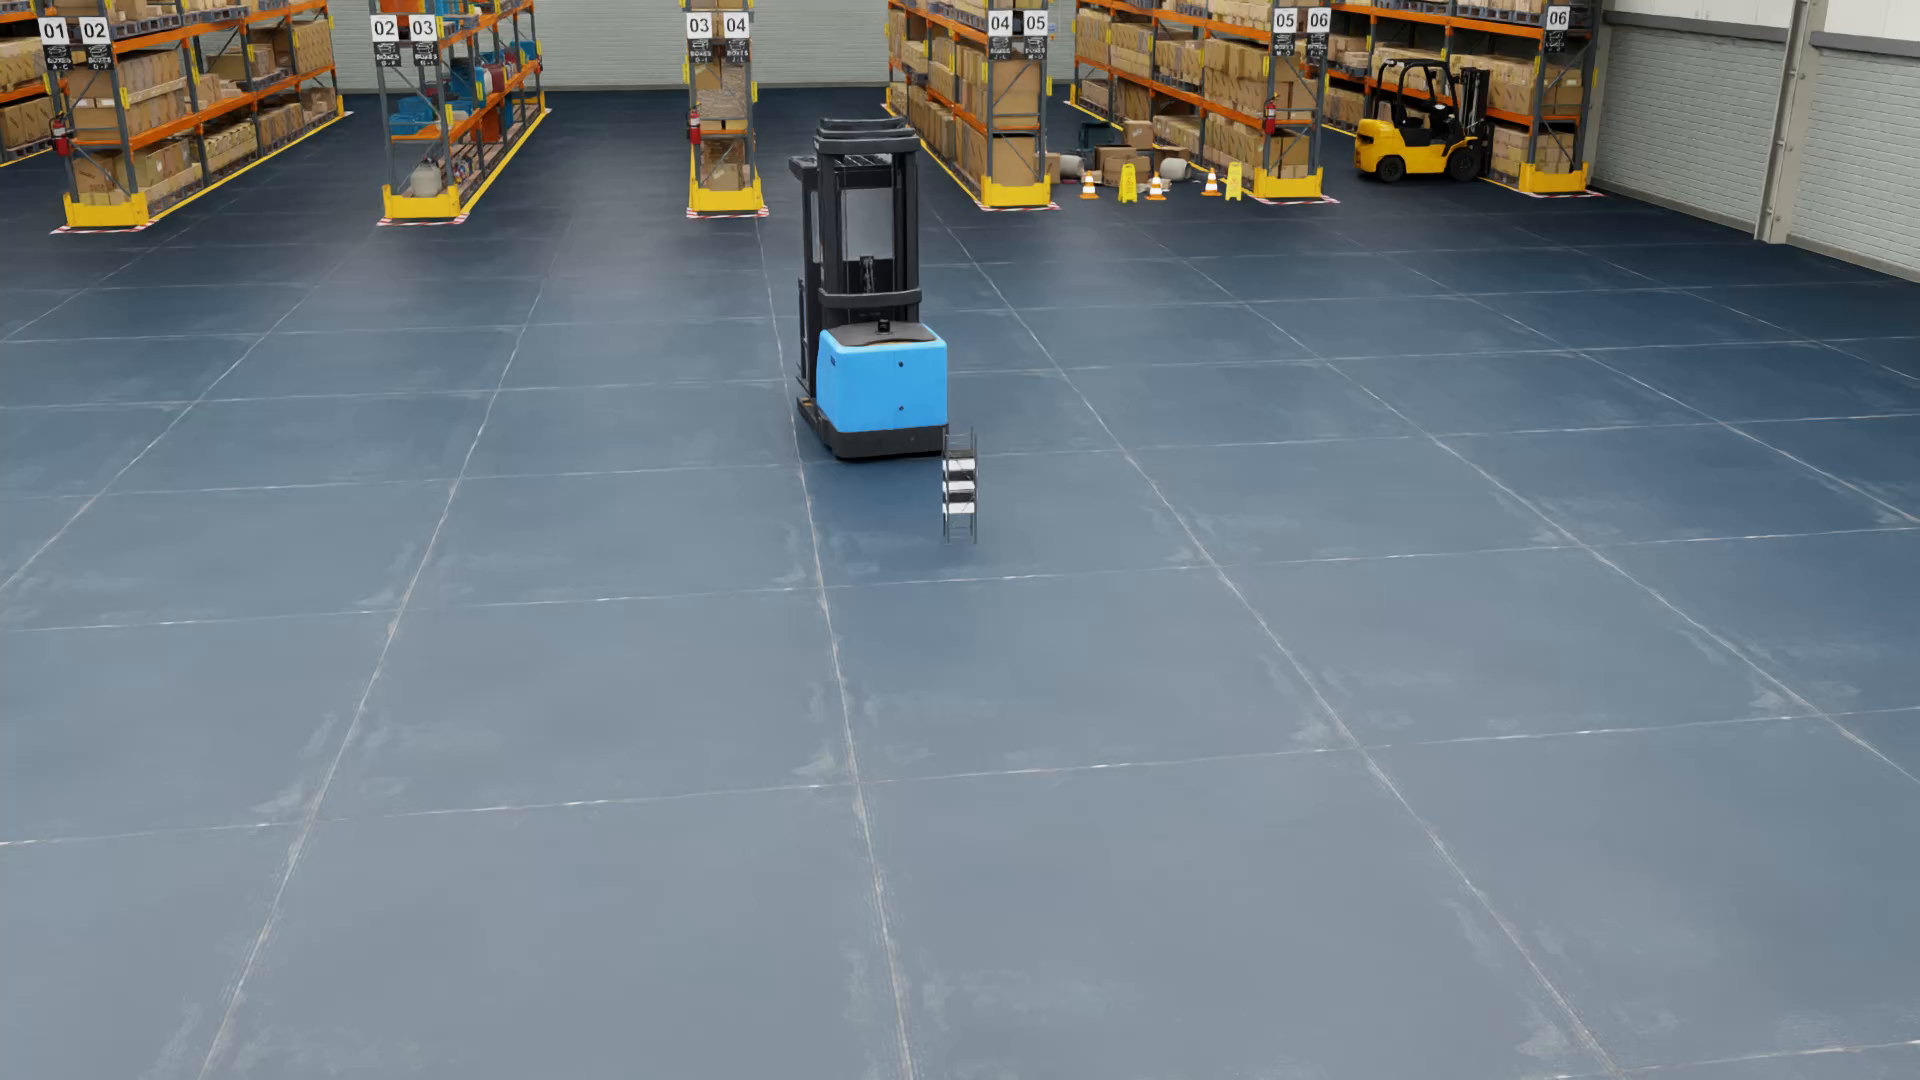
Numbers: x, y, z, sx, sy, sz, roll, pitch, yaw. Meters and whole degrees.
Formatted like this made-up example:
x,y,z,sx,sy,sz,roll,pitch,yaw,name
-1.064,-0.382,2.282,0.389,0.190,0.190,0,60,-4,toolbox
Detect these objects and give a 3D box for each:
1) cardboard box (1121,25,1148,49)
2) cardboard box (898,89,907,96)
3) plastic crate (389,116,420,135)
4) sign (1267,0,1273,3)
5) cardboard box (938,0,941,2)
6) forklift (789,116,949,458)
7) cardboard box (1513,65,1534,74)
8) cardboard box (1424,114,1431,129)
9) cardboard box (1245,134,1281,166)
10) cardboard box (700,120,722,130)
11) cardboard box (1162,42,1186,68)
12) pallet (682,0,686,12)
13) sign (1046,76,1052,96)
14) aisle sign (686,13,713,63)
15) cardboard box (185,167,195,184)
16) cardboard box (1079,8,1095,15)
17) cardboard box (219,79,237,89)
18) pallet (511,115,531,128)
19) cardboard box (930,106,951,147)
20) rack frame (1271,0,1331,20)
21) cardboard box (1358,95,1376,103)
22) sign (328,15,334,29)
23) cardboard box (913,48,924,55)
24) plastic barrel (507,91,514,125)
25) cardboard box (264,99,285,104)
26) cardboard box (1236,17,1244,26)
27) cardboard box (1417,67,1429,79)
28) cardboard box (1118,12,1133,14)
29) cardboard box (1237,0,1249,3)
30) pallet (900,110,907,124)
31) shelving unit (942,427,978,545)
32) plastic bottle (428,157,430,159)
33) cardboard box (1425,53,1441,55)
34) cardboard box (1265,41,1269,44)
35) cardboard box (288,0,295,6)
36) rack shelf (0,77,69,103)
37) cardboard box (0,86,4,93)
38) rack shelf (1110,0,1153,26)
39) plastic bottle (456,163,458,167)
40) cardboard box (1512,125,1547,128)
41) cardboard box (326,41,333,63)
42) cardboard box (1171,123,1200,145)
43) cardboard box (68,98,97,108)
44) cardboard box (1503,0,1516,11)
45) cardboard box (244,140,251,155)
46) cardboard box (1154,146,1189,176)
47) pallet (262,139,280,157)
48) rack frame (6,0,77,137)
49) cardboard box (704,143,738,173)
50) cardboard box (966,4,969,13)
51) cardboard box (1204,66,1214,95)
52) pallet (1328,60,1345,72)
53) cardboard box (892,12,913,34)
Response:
x,y,z,sx,sy,sz,roll,pitch,yaw,name
4.064,-11.677,38.621,0.500,0.500,0.500,-3,21,-9,cardboard box
-1.339,-11.090,41.246,0.380,0.149,0.250,-4,21,-10,cardboard box
-9.232,-6.861,27.511,0.499,0.251,0.616,-3,21,-8,plastic crate
5.292,-9.321,28.333,0.100,0.325,0.005,-3,21,-8,sign
-0.160,-11.001,33.481,0.500,0.311,0.500,-3,21,-9,cardboard box
-0.998,-2.594,15.973,1.130,2.935,3.031,-6,21,-15,forklift
10.402,-8.640,30.567,0.380,0.149,0.250,-3,21,-7,cardboard box
10.093,-8.423,34.275,0.875,0.625,0.625,-2,21,-5,cardboard box
5.471,-7.046,30.053,0.500,0.500,0.500,-3,21,-7,cardboard box
-4.207,-6.993,28.011,0.380,0.149,0.250,-3,21,-8,cardboard box
4.609,-10.327,35.411,0.500,0.500,0.500,-2,21,-5,cardboard box
-5.261,-11.329,35.245,1.213,0.211,1.003,-2,21,-5,pallet
1.511,-7.706,28.211,0.100,0.325,0.005,-3,21,-8,sign
-4.250,-8.204,27.178,0.394,0.787,0.004,-3,21,-8,aisle sign
-13.997,-6.494,29.647,0.500,0.250,0.500,-3,21,-8,cardboard box
3.315,-13.744,43.229,0.380,0.149,0.250,-2,21,-7,cardboard box
-14.910,-9.124,33.485,0.500,0.311,0.500,-2,21,-4,cardboard box
-10.738,-9.874,39.350,1.003,0.211,1.213,-3,21,-8,pallet
-0.064,-8.632,34.656,1.050,0.750,0.750,-3,21,-7,cardboard box
5.844,-10.332,28.019,1.000,3.000,0.127,-3,21,-8,rack frame
9.281,-10.031,37.833,0.380,0.149,0.250,-4,21,-10,cardboard box
-15.520,-12.775,41.027,0.100,0.325,0.005,-3,21,-8,sign
-0.831,-10.782,36.705,0.380,0.149,0.250,-2,21,-6,cardboard box
-10.532,-9.952,37.973,0.600,0.901,0.708,-3,21,-8,plastic barrel
-15.858,-9.897,38.371,0.500,0.500,0.500,-3,21,-8,cardboard box
5.251,-9.449,30.299,0.380,0.149,0.250,-3,21,-8,cardboard box
9.774,-9.657,34.286,0.500,0.250,0.500,-3,21,-9,cardboard box
4.092,-13.058,41.392,0.380,0.149,0.250,-3,21,-8,cardboard box
5.249,-9.815,30.139,0.380,0.149,0.250,-2,21,-6,cardboard box
-0.901,-10.317,40.536,1.003,0.211,1.213,-3,21,-8,pallet
-0.001,-0.424,13.066,0.258,0.900,0.210,-3,21,-8,shelving unit
-9.828,-6.953,30.816,0.097,0.271,0.097,0,20,0,plastic bottle
10.090,-10.261,35.333,0.380,0.149,0.250,-2,21,-6,cardboard box
8.321,-13.037,43.625,0.500,0.250,0.500,-3,21,-7,cardboard box
-15.321,-12.194,37.506,0.500,0.250,0.500,-3,21,-8,cardboard box
-20.108,-9.398,35.120,1.077,0.370,4.000,-3,21,-8,rack shelf
-19.666,-9.148,33.752,0.380,0.149,0.250,-3,21,-7,cardboard box
4.403,-12.053,37.940,1.077,0.370,4.000,-3,21,-8,rack shelf
-9.085,-6.690,30.095,0.061,0.283,0.133,-3,21,-8,plastic bottle
10.737,-7.673,31.374,0.500,0.250,0.500,-3,21,-8,cardboard box
-15.738,-11.969,40.833,0.500,0.500,0.500,-2,21,-6,cardboard box
4.981,-8.544,34.959,0.950,0.372,0.625,-2,21,-6,cardboard box
-14.009,-6.997,26.594,0.380,0.149,0.250,-3,21,-9,cardboard box
10.402,-9.970,30.450,0.700,0.500,0.500,-3,21,-7,cardboard box
-14.524,-7.854,33.288,0.500,0.250,0.500,-3,21,-8,cardboard box
4.076,-7.298,32.037,0.500,0.500,0.500,12,24,29,cardboard box
-14.989,-8.248,34.997,1.003,0.211,1.213,-3,21,-8,pallet
-20.397,-10.428,36.848,1.000,3.000,0.127,-3,21,-8,rack frame
-4.431,-7.094,30.896,0.500,0.500,0.500,4,21,9,cardboard box
0.319,-9.484,29.649,0.380,0.149,0.250,-3,21,-7,cardboard box
5.055,-8.927,32.262,0.500,0.500,0.500,-3,21,-8,cardboard box
9.318,-11.127,38.994,1.003,0.211,1.213,-3,21,-8,pallet
-1.412,-12.907,41.490,0.500,0.500,0.500,-3,21,-9,cardboard box
